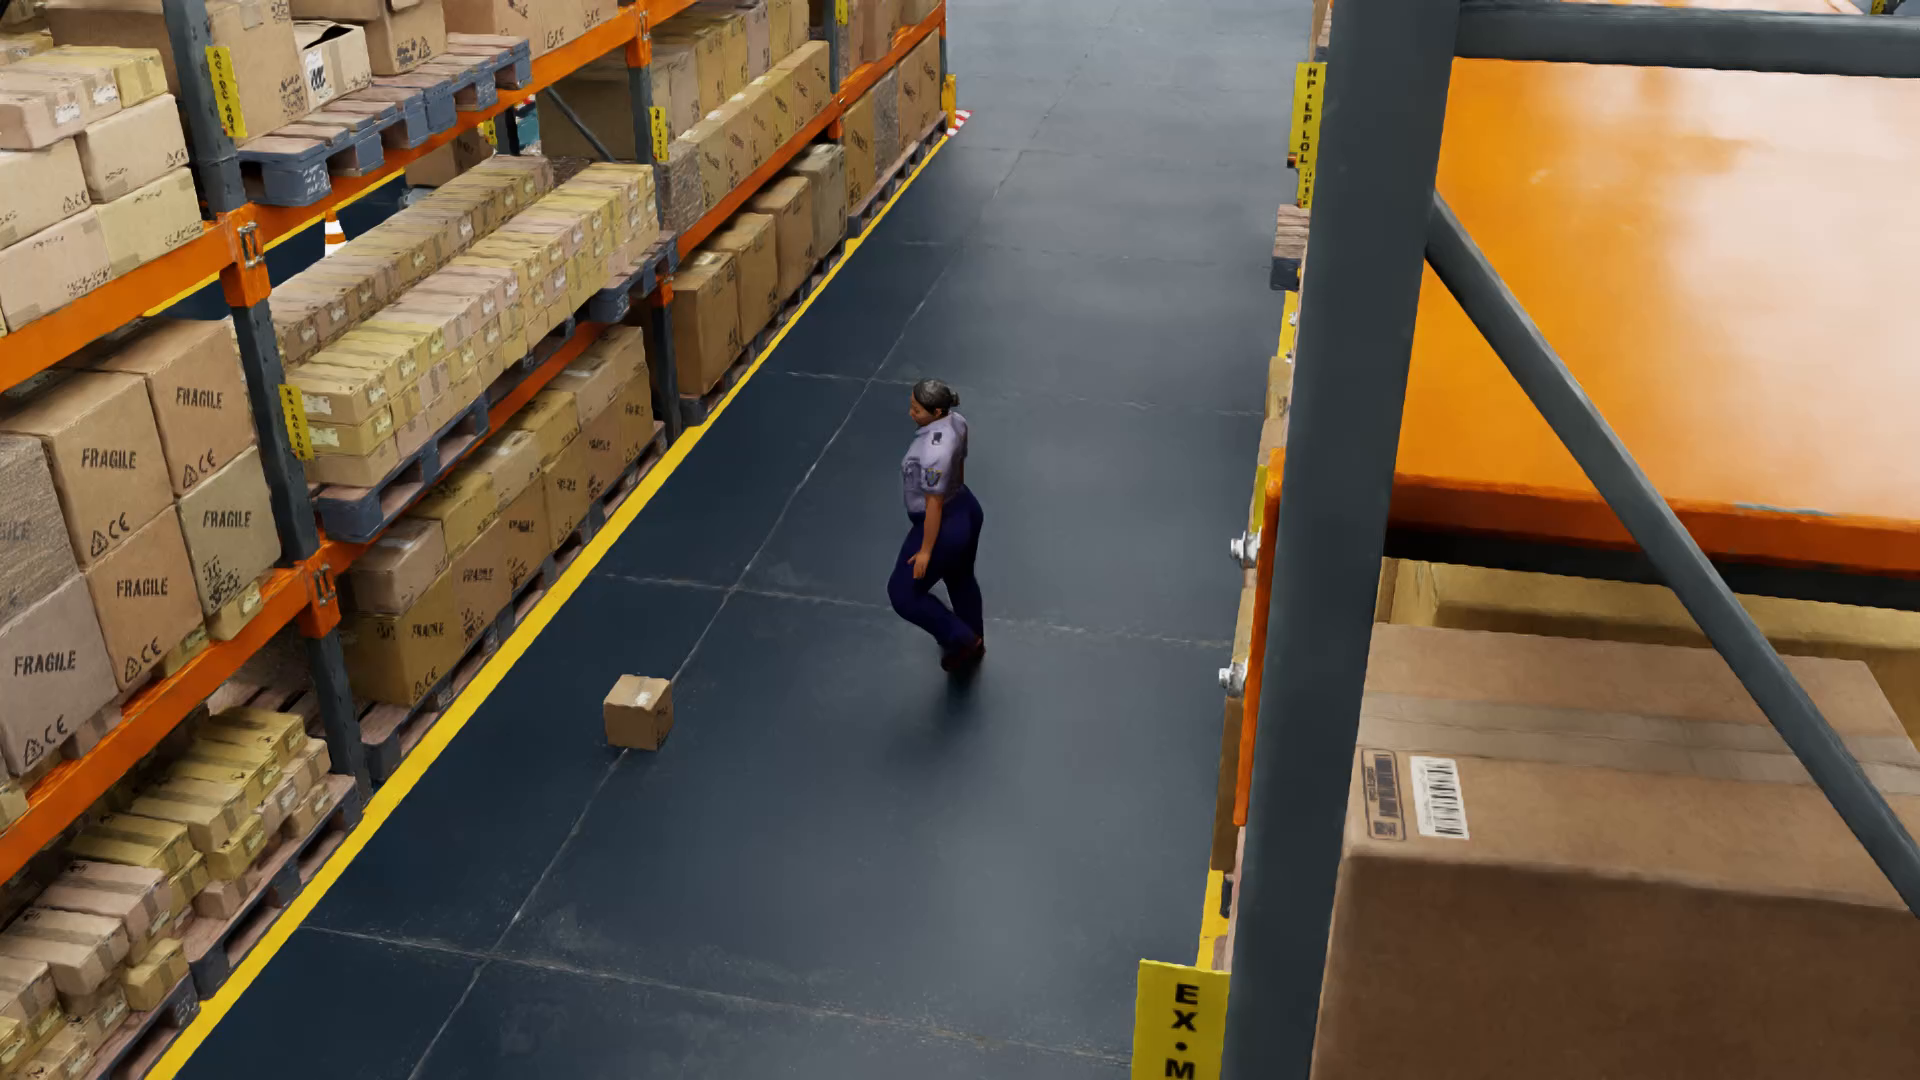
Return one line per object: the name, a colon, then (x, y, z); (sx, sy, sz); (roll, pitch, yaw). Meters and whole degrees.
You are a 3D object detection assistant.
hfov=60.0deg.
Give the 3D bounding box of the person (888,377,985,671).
person: (-0.087, -0.057, 8.209); (0.459, 1.632, 0.592); (7, 30, 13)
